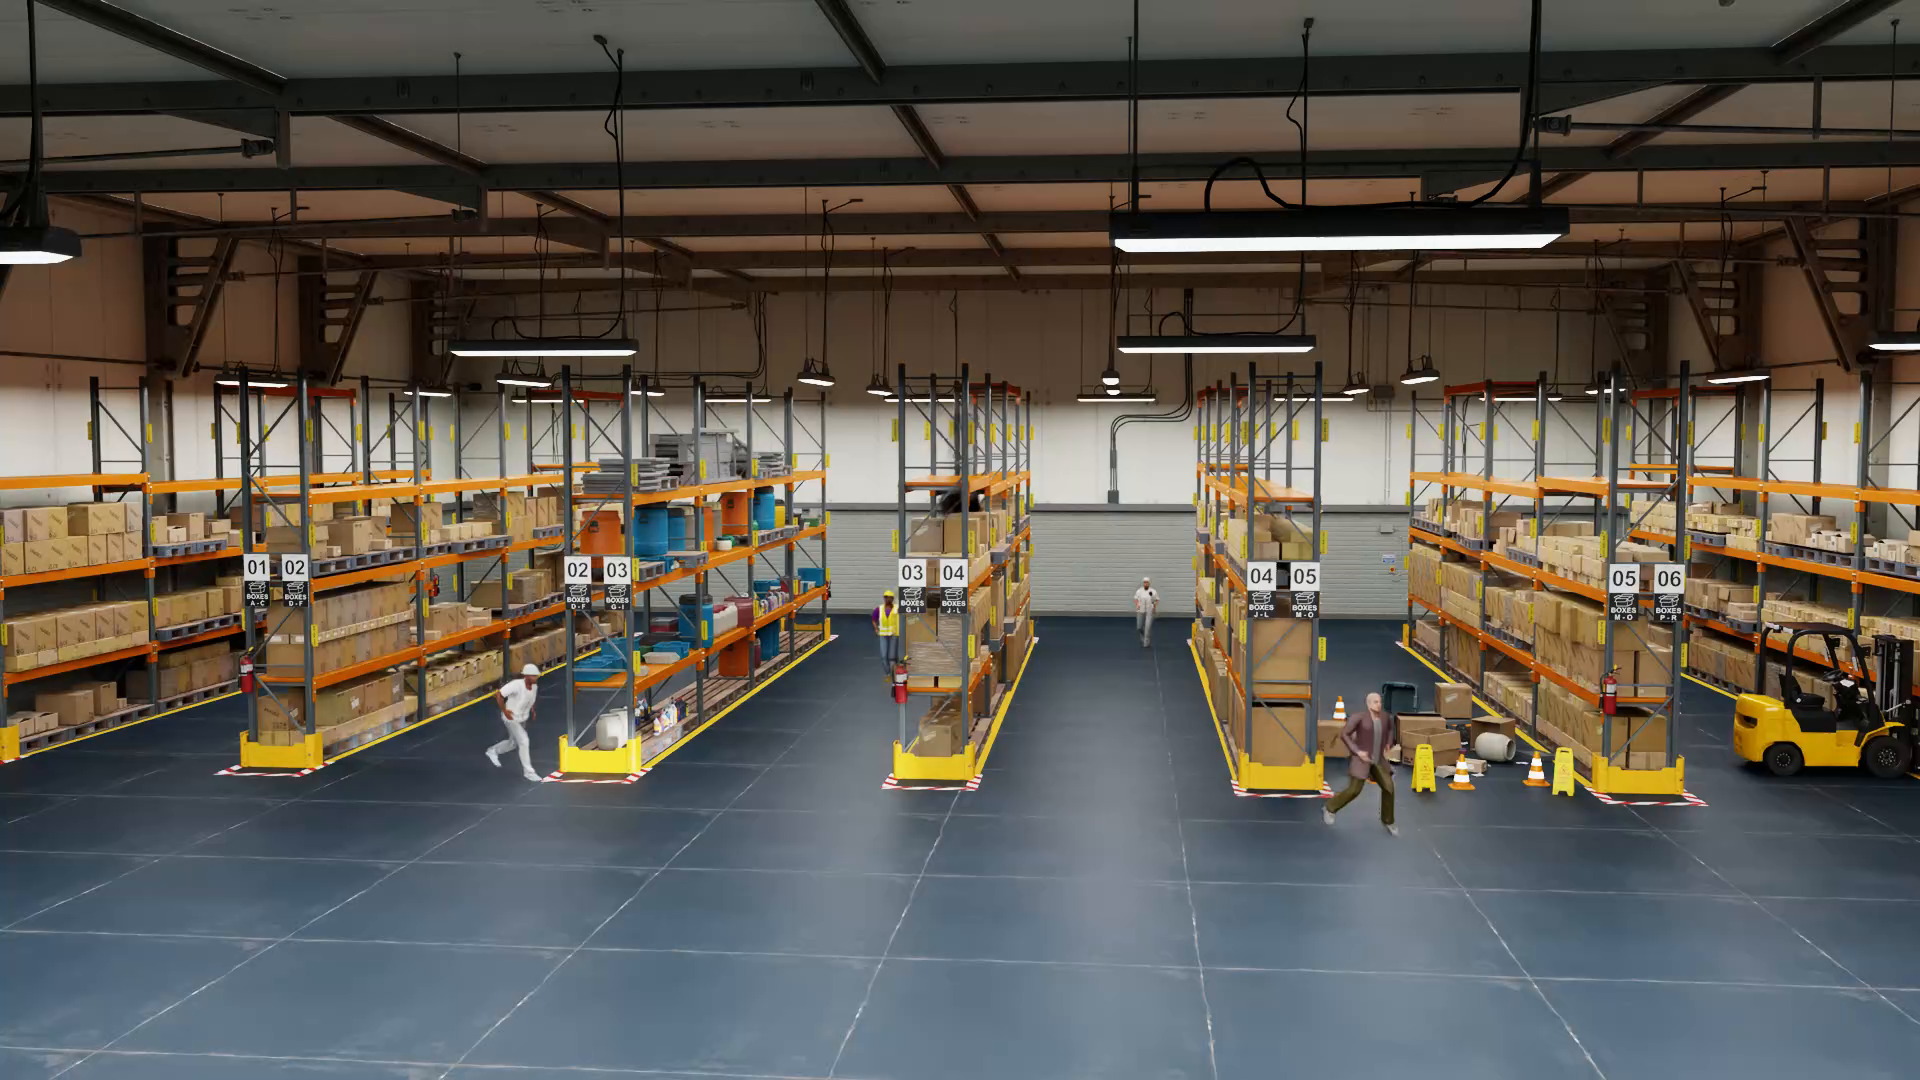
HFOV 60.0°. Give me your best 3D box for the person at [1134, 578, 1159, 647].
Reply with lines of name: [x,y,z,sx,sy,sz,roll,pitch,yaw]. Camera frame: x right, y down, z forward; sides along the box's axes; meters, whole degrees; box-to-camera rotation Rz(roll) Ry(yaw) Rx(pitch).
person: [4.379,1.687,39.059,0.595,1.622,0.561,1,4,12]

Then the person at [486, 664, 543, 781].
person: [-6.497,2.631,24.116,1.038,1.711,0.726,2,4,29]

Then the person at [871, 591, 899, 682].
person: [-1.353,1.823,31.675,0.702,1.736,0.598,0,4,6]

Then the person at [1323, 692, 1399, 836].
person: [5.113,2.804,20.961,0.933,1.781,0.822,-2,4,-24]
